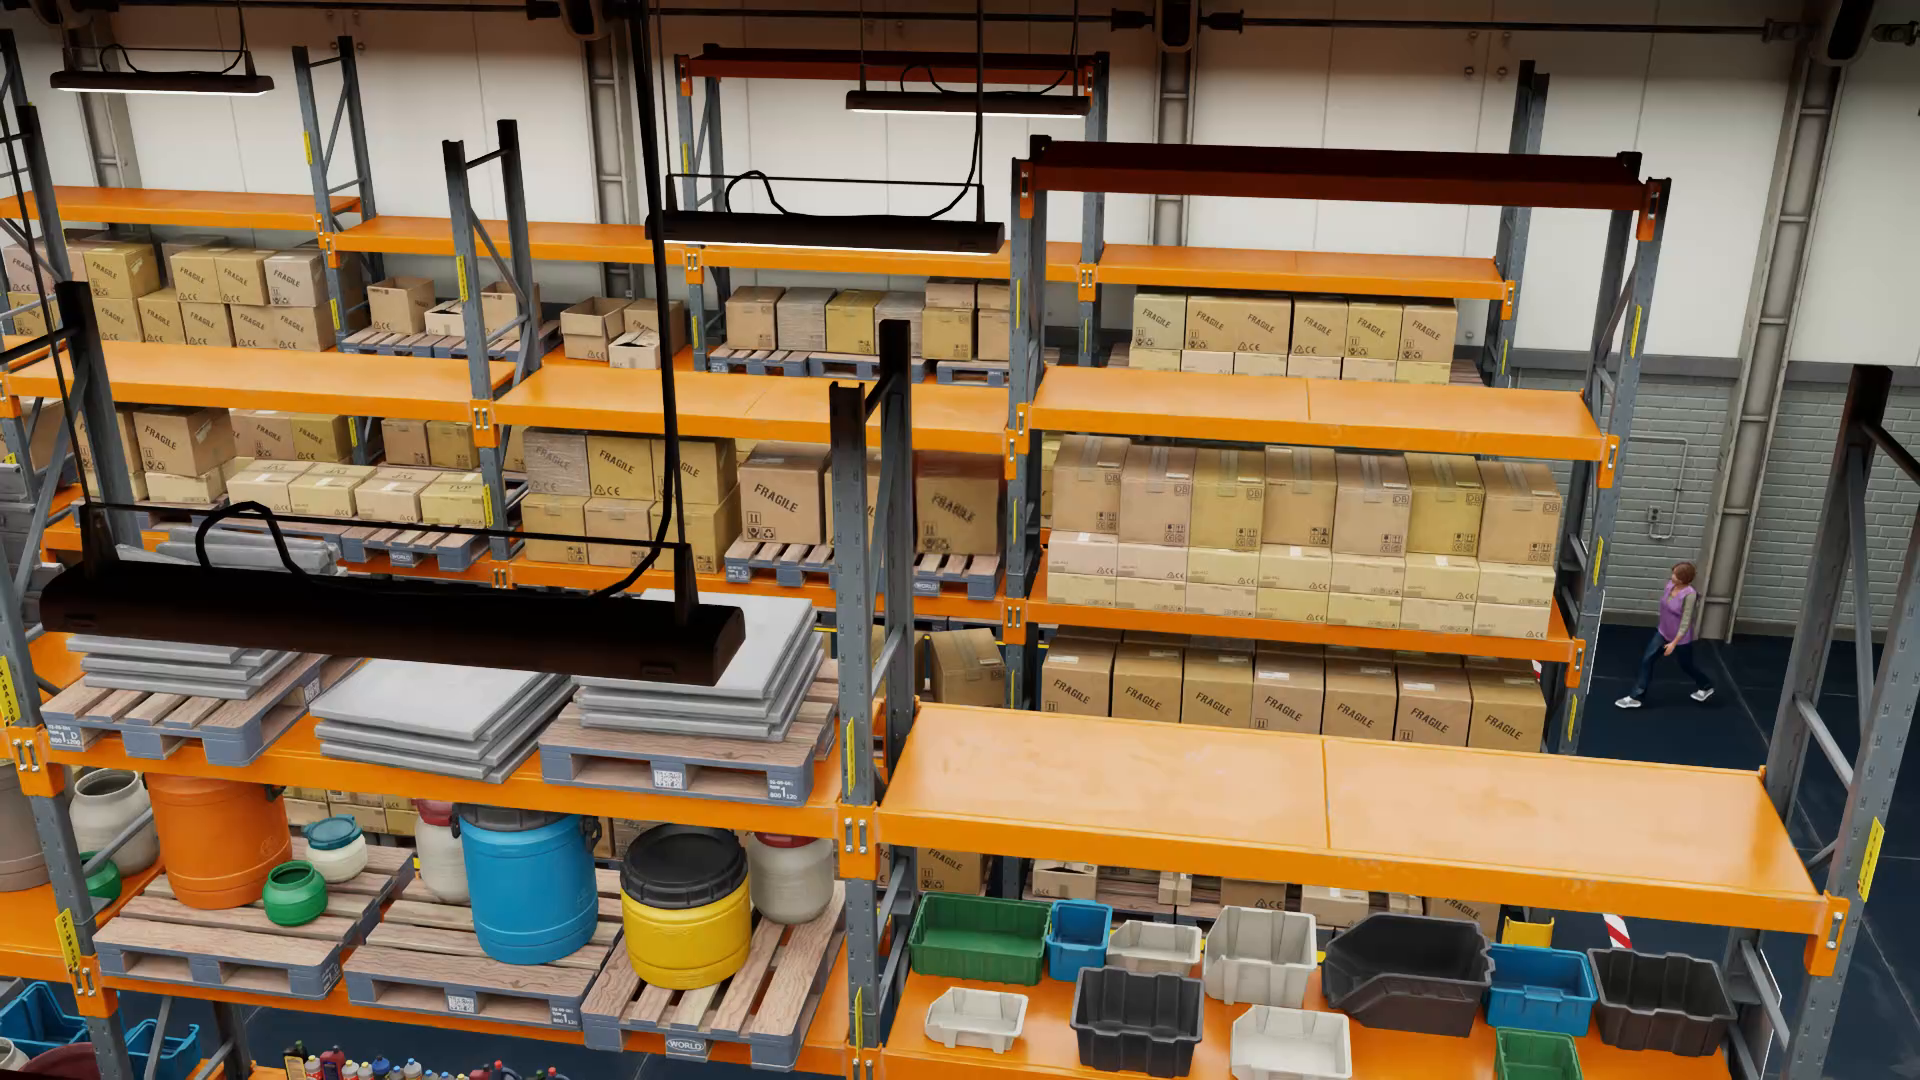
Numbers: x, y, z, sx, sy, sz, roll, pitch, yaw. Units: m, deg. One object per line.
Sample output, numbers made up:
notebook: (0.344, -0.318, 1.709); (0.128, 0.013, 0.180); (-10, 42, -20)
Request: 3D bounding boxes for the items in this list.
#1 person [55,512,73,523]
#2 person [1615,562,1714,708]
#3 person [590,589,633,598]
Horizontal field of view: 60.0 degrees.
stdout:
person: (-9.064, 0.470, 17.079); (0.472, 1.666, 0.505); (8, 24, 18)
person: (6.963, 0.917, 16.167); (1.003, 1.536, 0.437); (-7, 24, -16)
person: (-3.562, 0.502, 17.018); (0.516, 1.658, 0.474); (11, 25, 23)
